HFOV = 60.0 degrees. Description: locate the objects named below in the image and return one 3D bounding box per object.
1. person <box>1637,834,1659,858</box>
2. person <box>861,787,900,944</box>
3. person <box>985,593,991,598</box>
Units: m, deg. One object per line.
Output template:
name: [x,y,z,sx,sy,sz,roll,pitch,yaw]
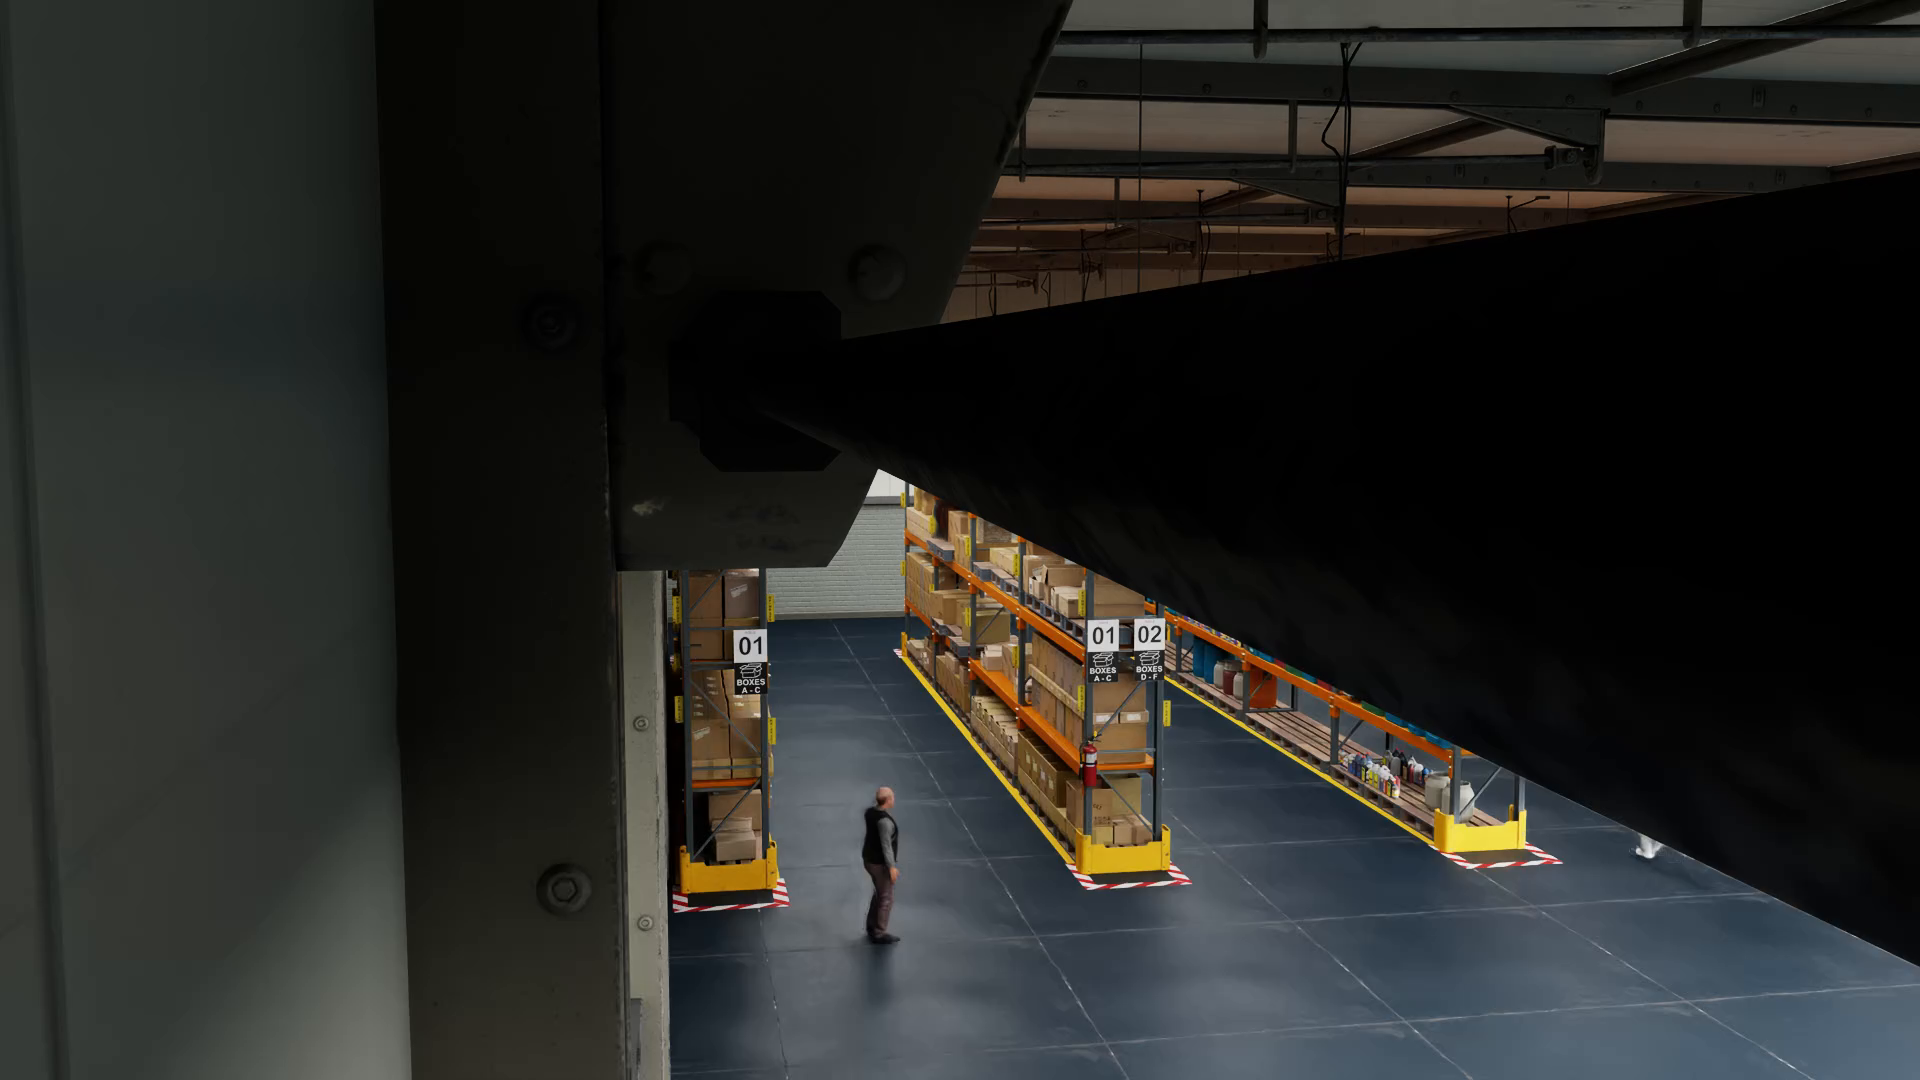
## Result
person: [8.933,3.281,21.537,0.474,1.716,0.554,1,6,10]
person: [-0.880,3.612,18.388,0.370,1.786,0.619,-2,6,-20]
person: [0.464,1.296,40.074,0.584,1.758,0.741,2,6,17]
